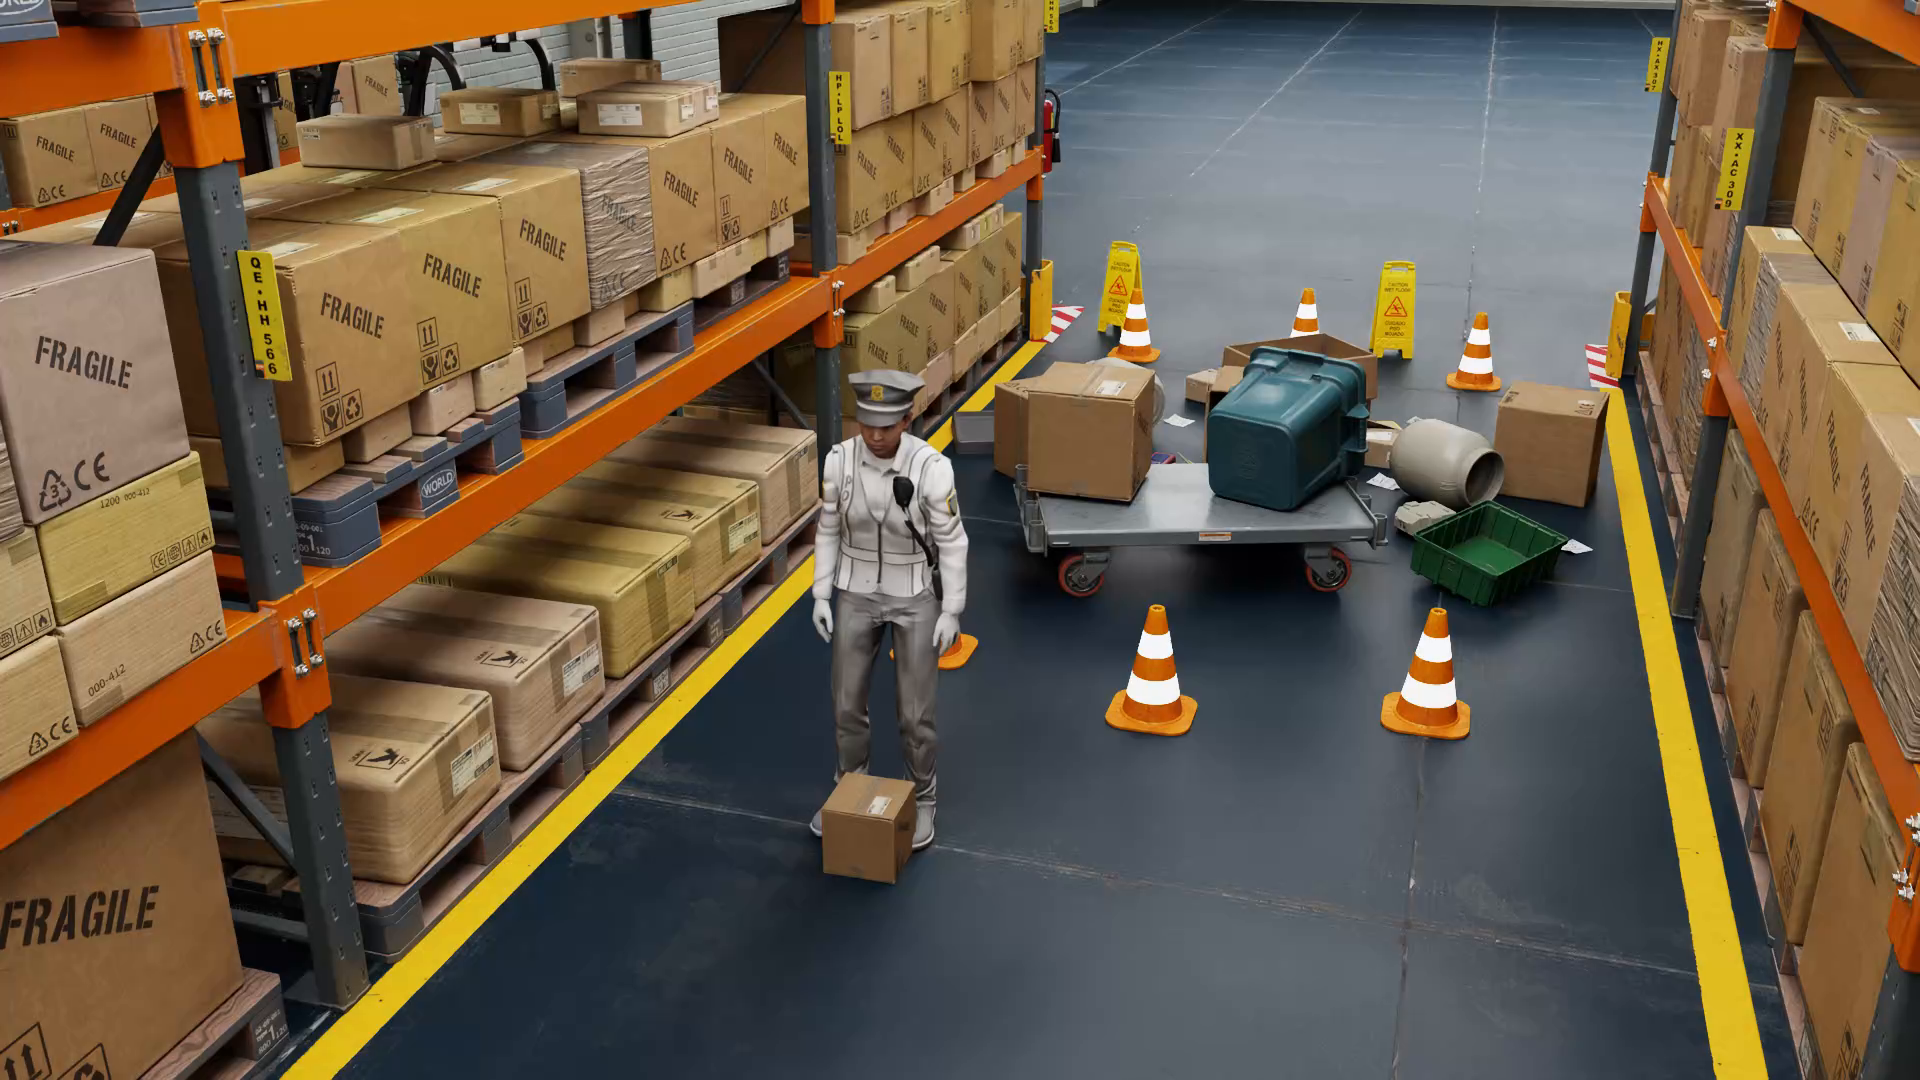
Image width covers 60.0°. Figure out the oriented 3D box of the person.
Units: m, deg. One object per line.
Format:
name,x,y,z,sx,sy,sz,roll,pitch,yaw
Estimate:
person,-0.240,0.223,5.536,0.526,1.662,0.374,6,23,13
